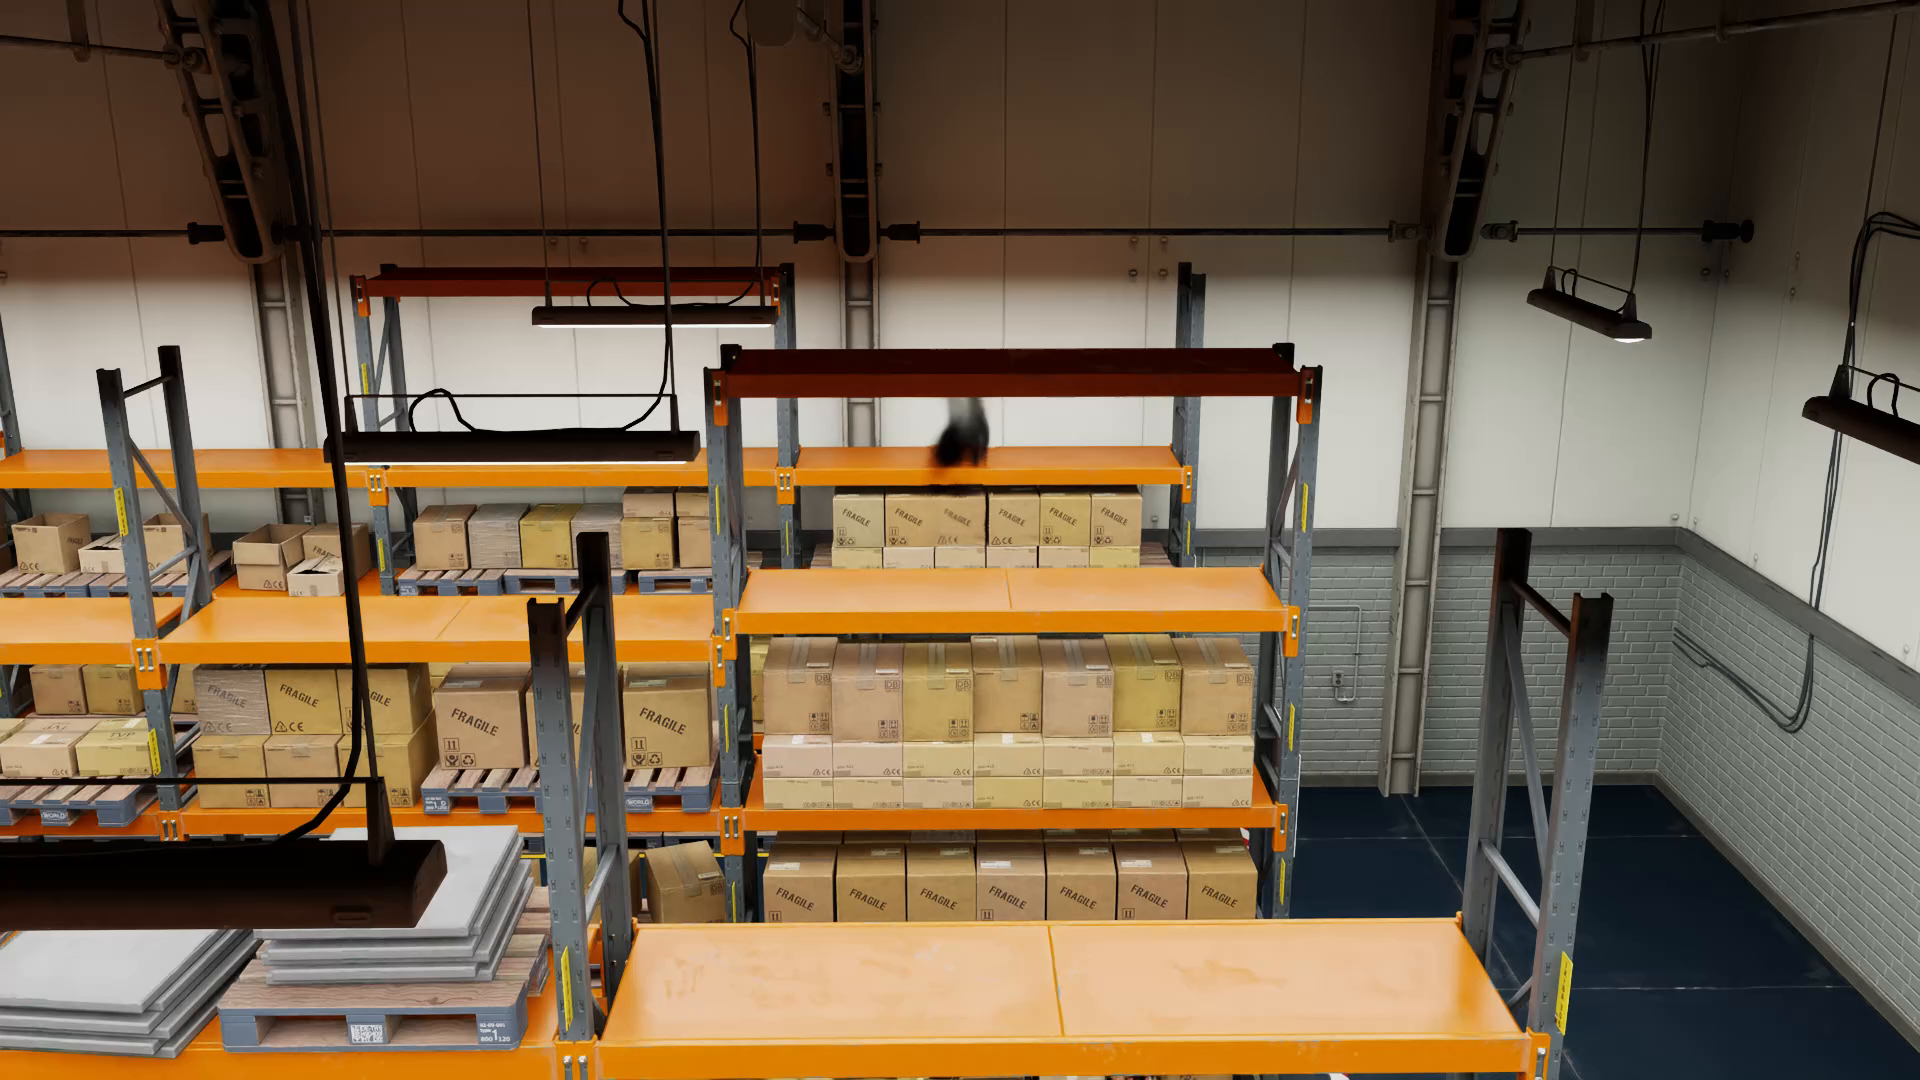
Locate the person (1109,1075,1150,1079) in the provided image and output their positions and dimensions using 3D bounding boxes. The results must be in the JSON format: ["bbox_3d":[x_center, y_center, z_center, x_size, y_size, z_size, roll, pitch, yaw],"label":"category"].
[{"bbox_3d":[1.352,4.208,11.298,0.910,1.669,0.615,-3,16,-10],"label":"person"}]
